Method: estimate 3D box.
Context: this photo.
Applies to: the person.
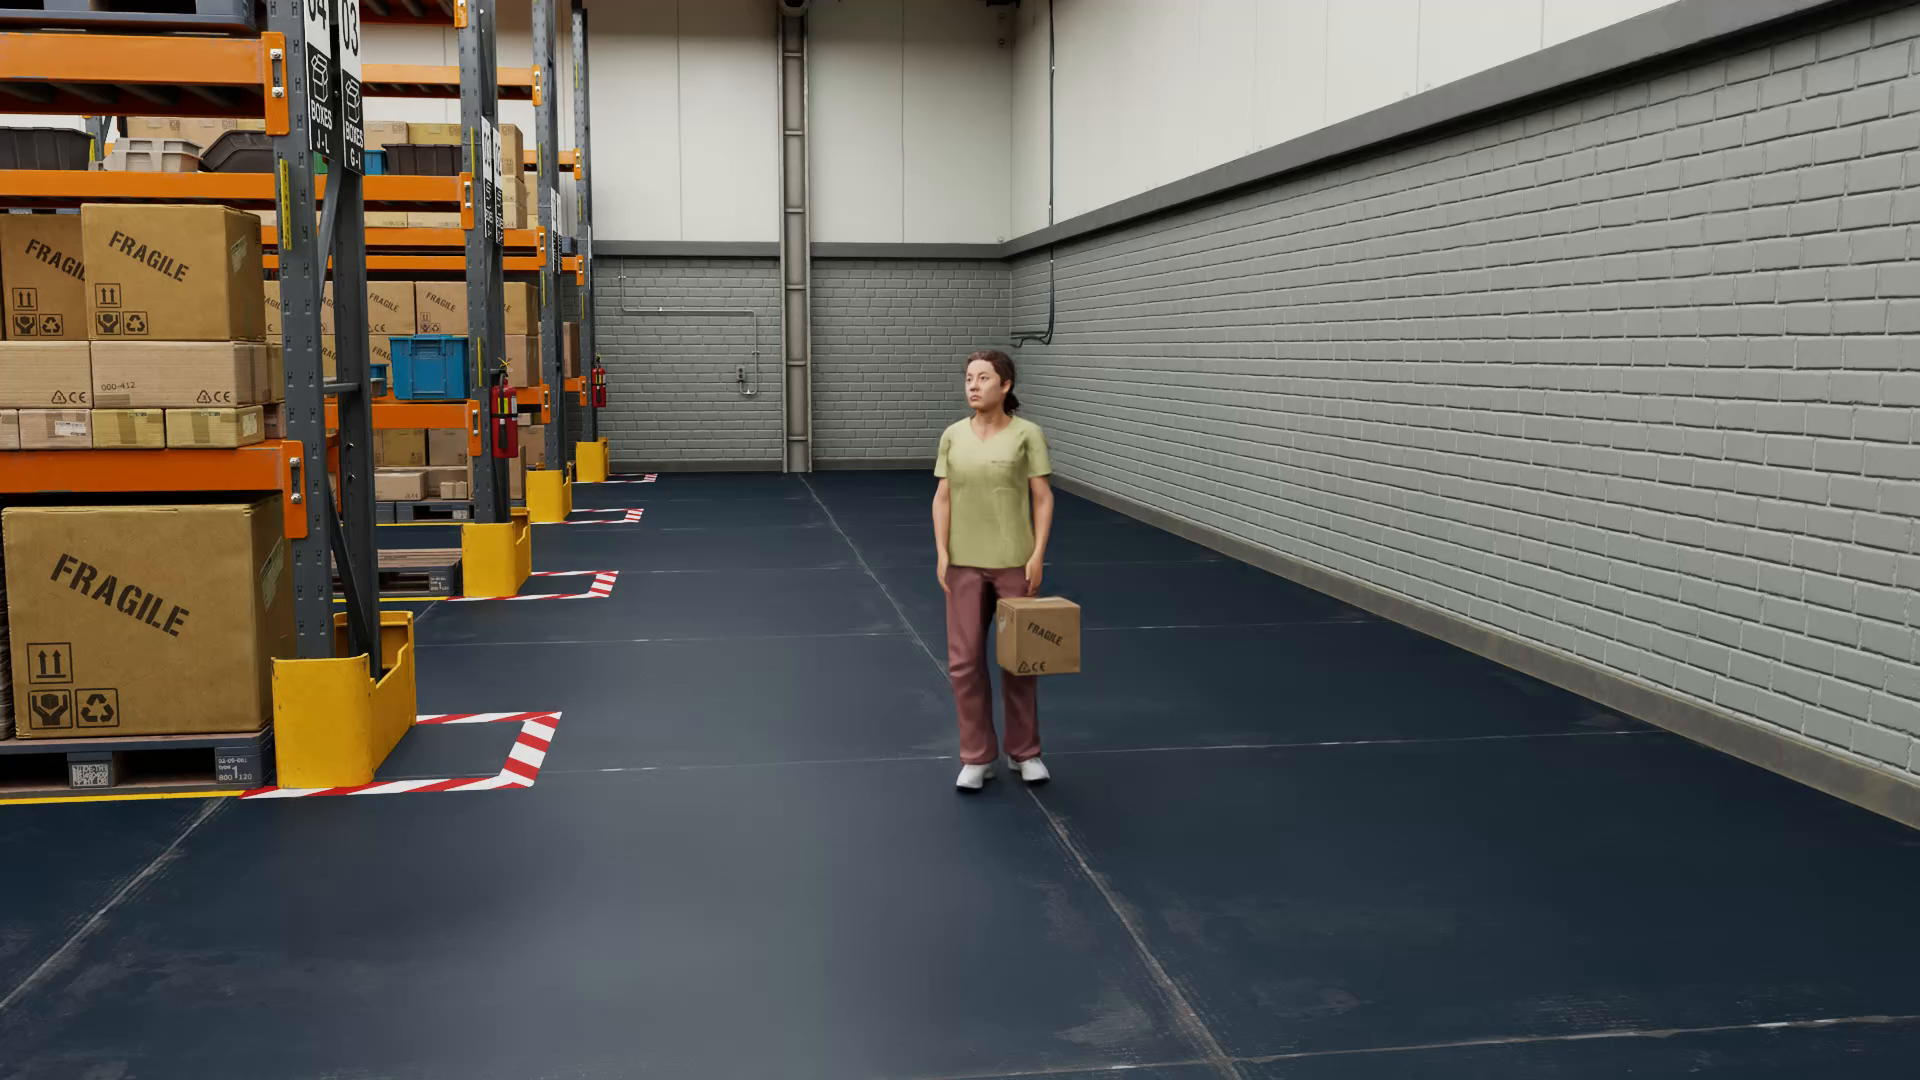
[{"bbox_3d":[0.122,0.107,6.379,0.473,1.669,0.433,1,7,12],"label":"person"}]
